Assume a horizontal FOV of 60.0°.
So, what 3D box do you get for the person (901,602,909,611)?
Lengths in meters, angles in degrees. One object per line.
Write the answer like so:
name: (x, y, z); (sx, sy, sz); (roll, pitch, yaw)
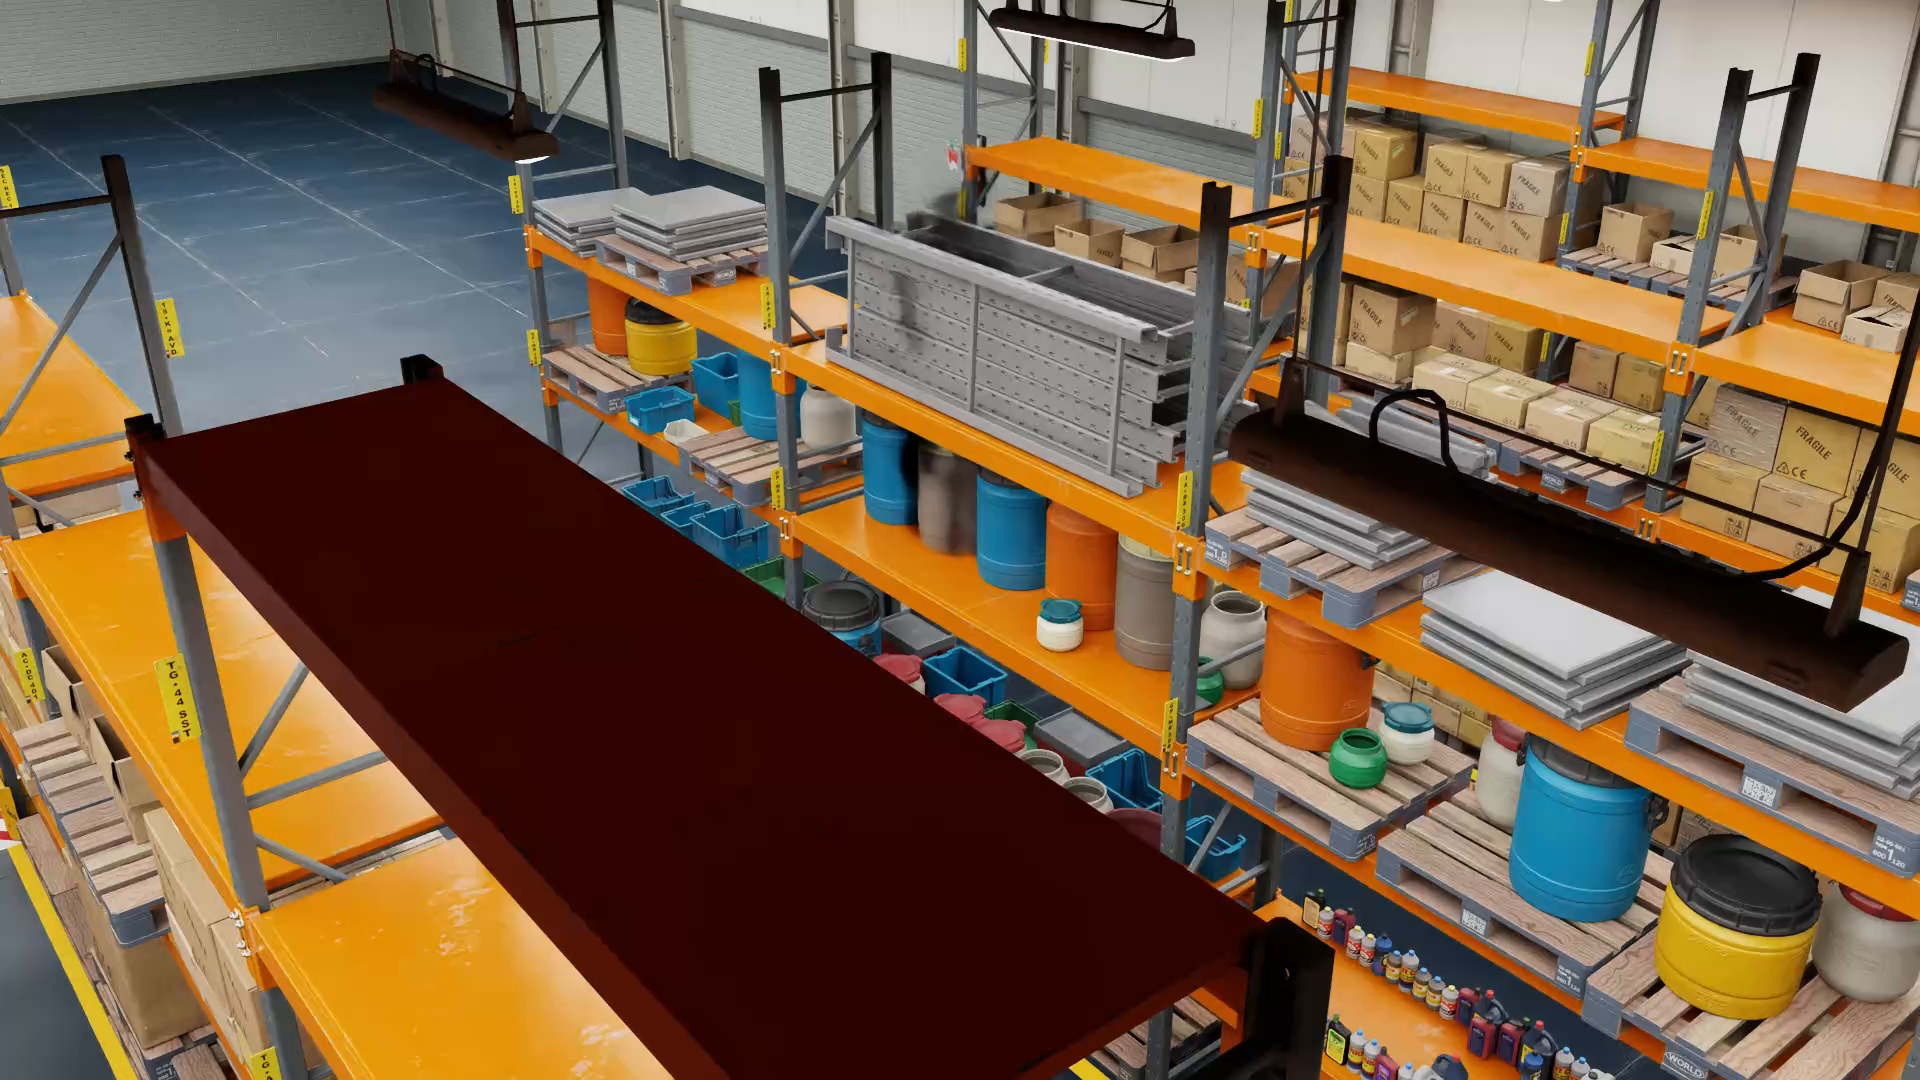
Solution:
person: (-0.677, 0.081, 15.470); (0.682, 1.842, 0.641); (17, 31, 31)
